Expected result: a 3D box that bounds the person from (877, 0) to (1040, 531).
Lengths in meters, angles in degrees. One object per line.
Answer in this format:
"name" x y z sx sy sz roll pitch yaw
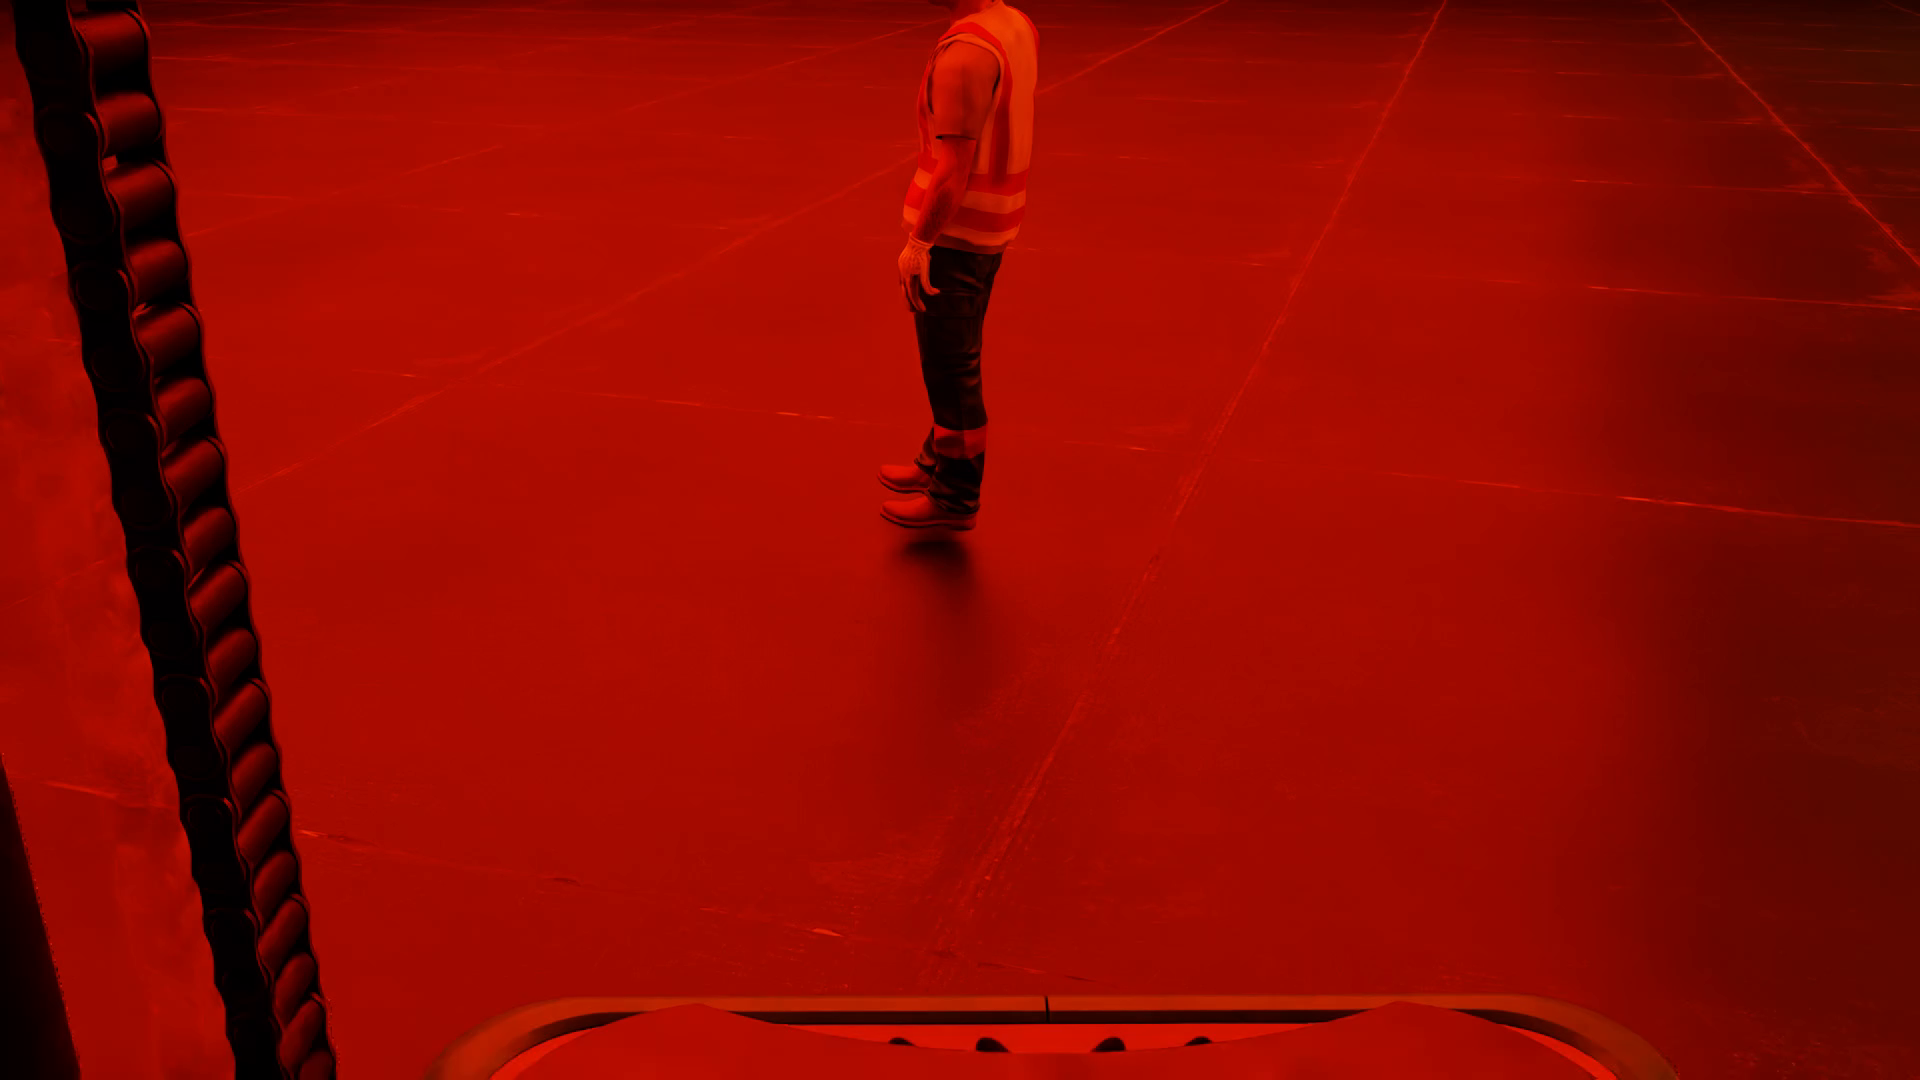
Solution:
"person" -0.073 -0.885 4.794 0.561 1.789 0.637 7 23 16
